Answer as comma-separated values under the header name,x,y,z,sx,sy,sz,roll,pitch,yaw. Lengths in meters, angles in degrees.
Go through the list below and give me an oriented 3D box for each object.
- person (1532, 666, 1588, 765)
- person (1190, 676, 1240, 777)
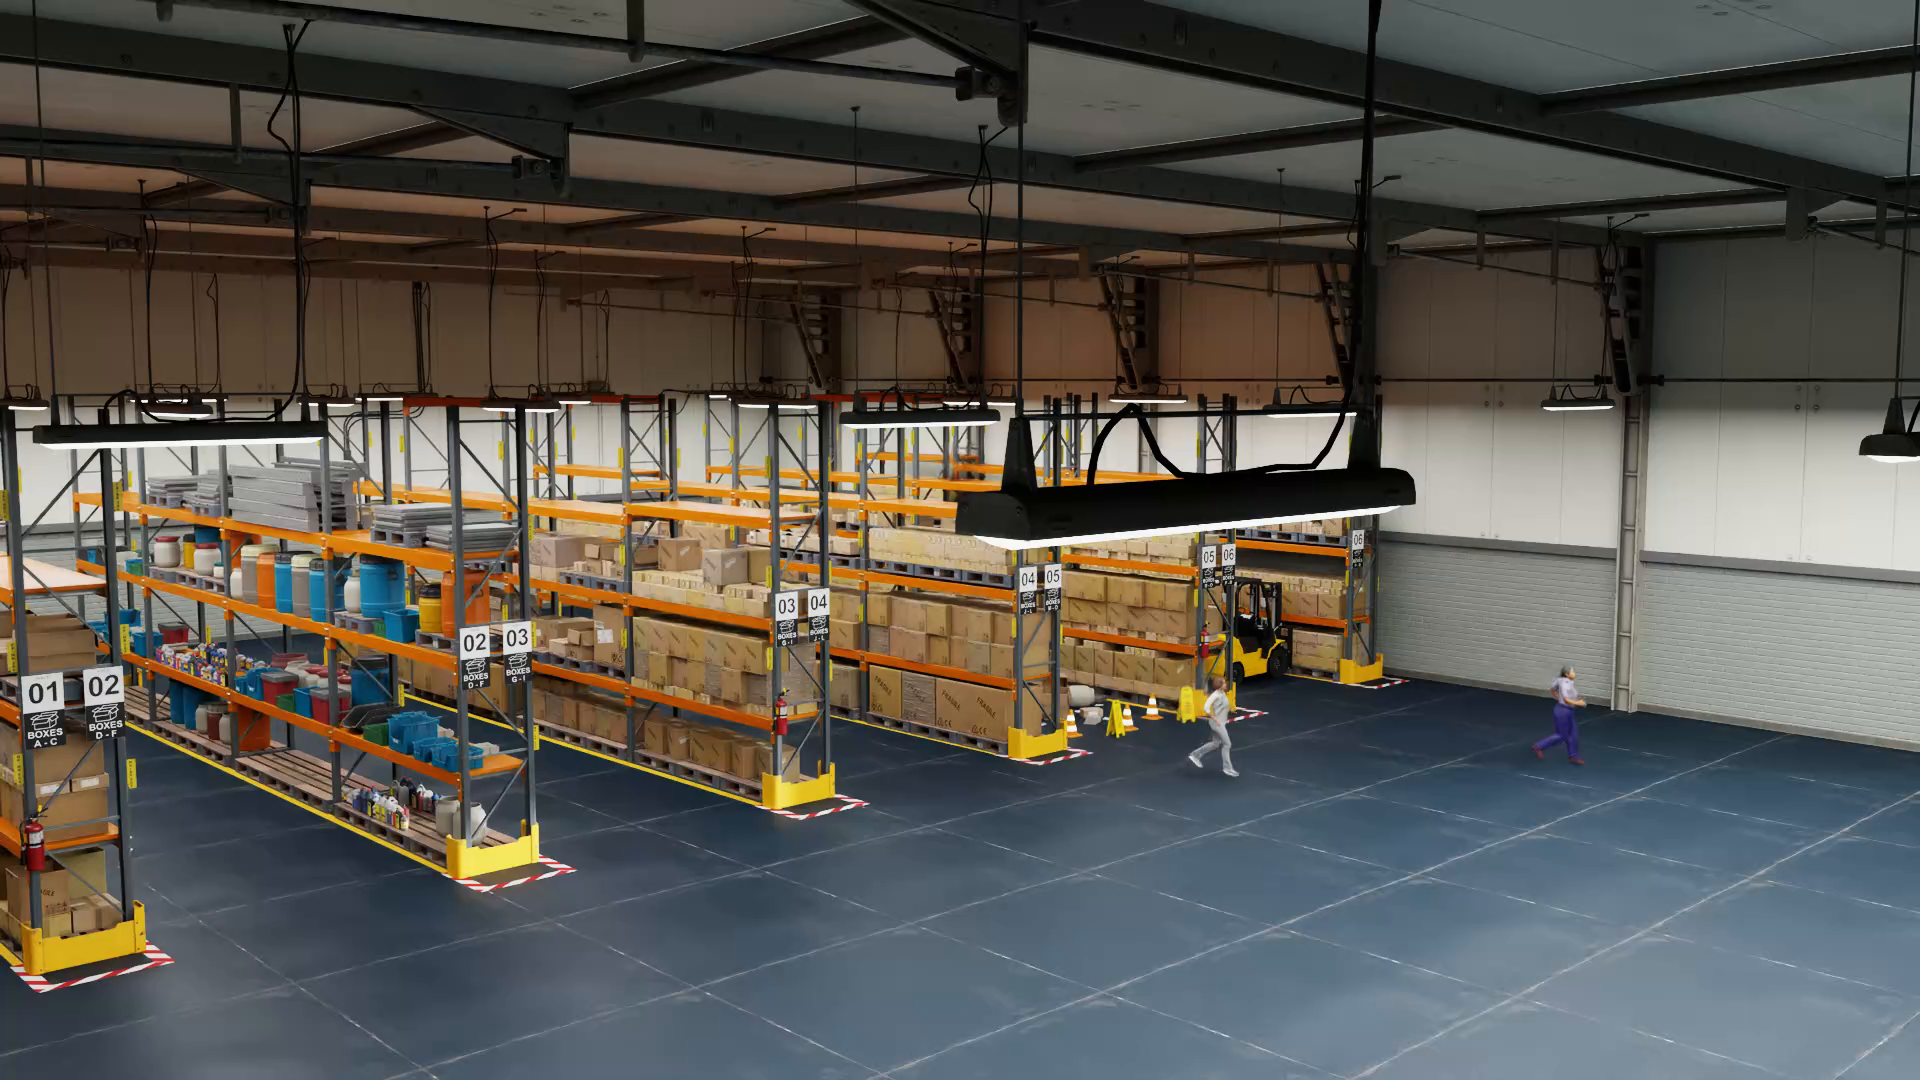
name,x,y,z,sx,sy,sz,roll,pitch,yaw
person,9.879,2.883,27.351,0.914,1.655,0.615,1,6,12
person,4.088,3.012,26.627,0.815,1.514,0.526,1,6,14
